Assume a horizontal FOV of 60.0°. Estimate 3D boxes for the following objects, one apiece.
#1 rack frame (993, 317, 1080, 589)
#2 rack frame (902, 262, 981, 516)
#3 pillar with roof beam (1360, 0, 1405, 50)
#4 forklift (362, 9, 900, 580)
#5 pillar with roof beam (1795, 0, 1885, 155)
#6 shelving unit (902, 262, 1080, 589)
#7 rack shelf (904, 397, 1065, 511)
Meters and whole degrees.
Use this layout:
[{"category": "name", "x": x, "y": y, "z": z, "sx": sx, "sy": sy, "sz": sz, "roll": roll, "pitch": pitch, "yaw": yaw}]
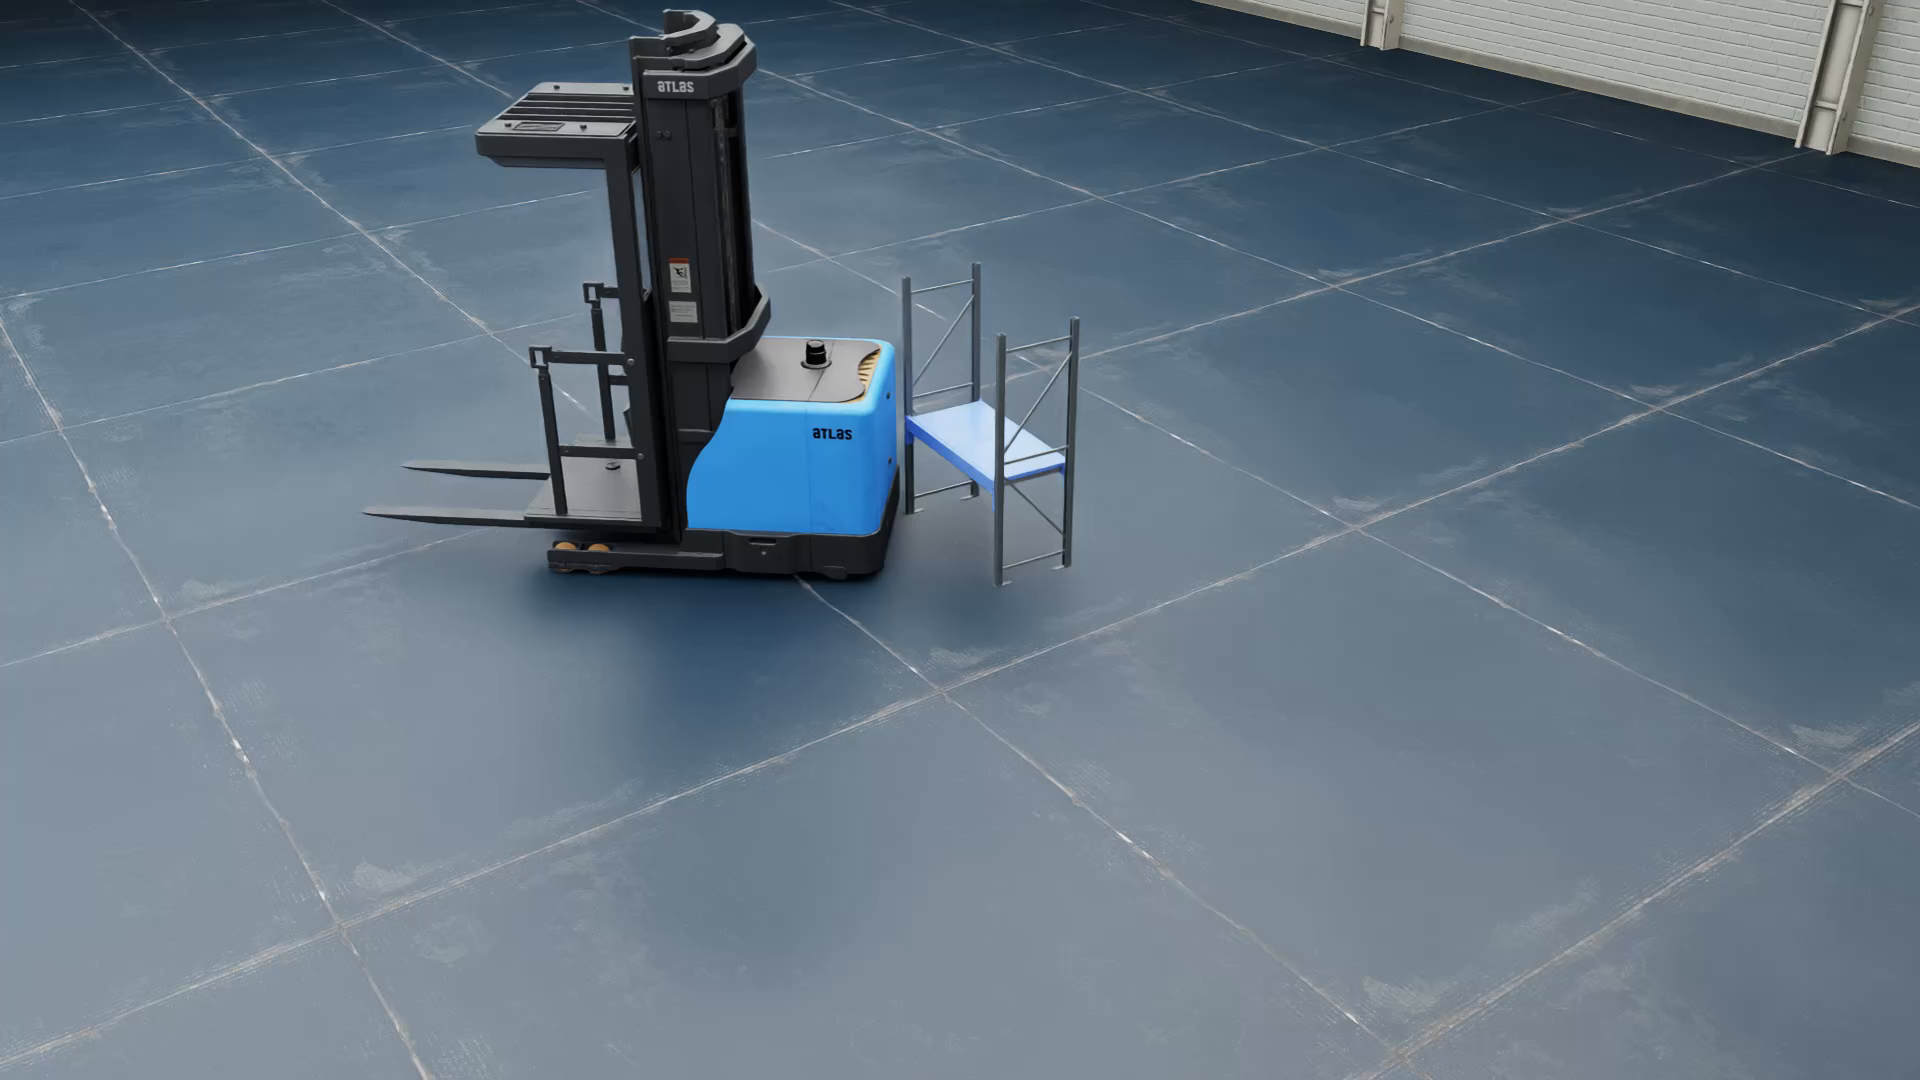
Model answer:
[{"category": "rack frame", "x": 0.408, "y": -0.453, "z": 9.013, "sx": 0.500, "sy": 1.500, "sz": 0.032, "roll": -16, "pitch": 32, "yaw": -26}, {"category": "rack frame", "x": -0.104, "y": -0.872, "z": 9.785, "sx": 0.500, "sy": 1.500, "sz": 0.032, "roll": -16, "pitch": 32, "yaw": -26}, {"category": "pillar with roof beam", "x": 1.921, "y": -9.148, "z": 17.166, "sx": 9.100, "sy": 9.000, "sz": 0.400, "roll": -19, "pitch": 34, "yaw": -31}, {"category": "forklift", "x": -1.911, "y": -1.344, "z": 9.154, "sx": 3.031, "sy": 2.935, "sz": 1.130, "roll": 2, "pitch": 29, "yaw": 5}, {"category": "pillar with roof beam", "x": 5.401, "y": -6.816, "z": 12.871, "sx": 9.100, "sy": 9.000, "sz": 0.400, "roll": -19, "pitch": 34, "yaw": -31}, {"category": "shelving unit", "x": 0.152, "y": -0.663, "z": 9.399, "sx": 0.538, "sy": 1.500, "sz": 1.048, "roll": -16, "pitch": 32, "yaw": -26}, {"category": "rack shelf", "x": 0.152, "y": -0.505, "z": 9.485, "sx": 0.538, "sy": 0.185, "sz": 1.000, "roll": -16, "pitch": 32, "yaw": -26}]
